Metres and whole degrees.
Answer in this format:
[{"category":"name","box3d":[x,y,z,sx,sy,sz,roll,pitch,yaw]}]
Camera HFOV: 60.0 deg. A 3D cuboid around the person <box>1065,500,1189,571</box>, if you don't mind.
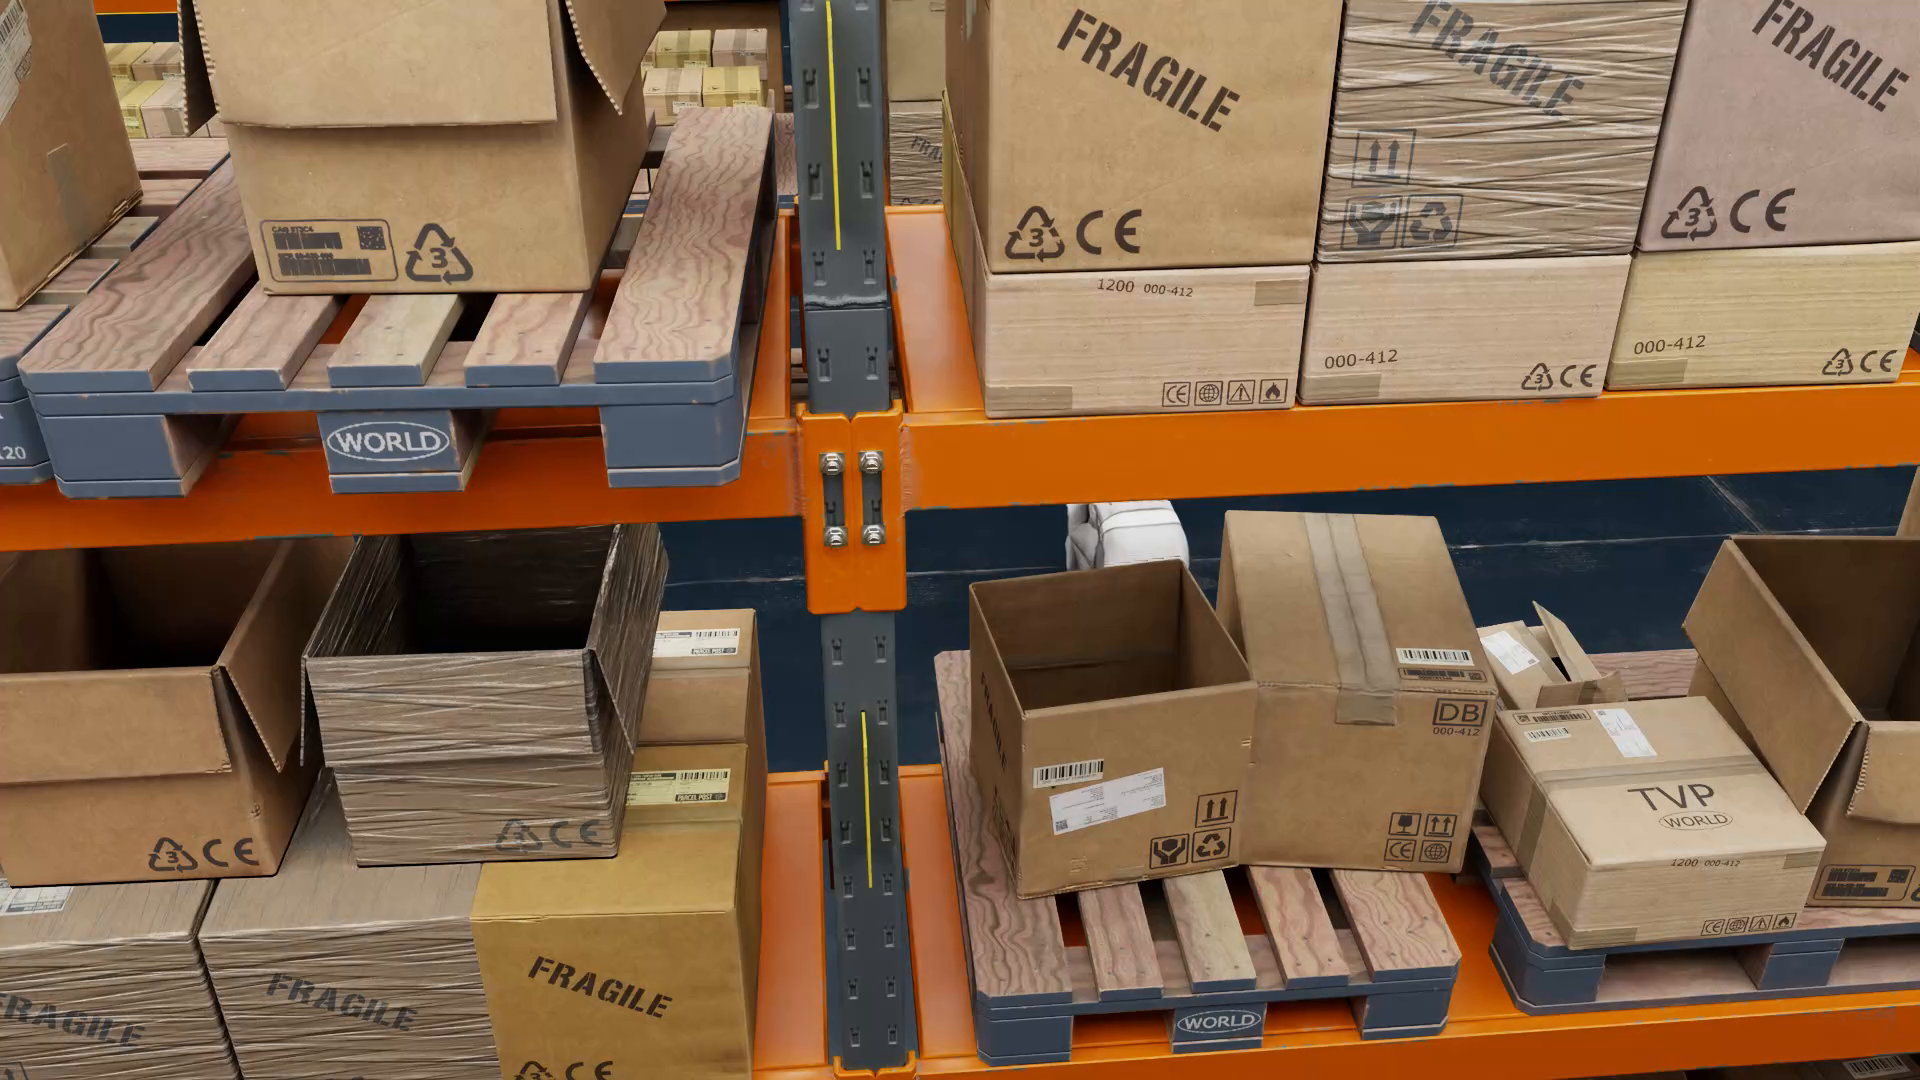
[{"category":"person","box3d":[0.688,0.004,7.014,0.454,0.781,0.907,-3,31,-6]}]
